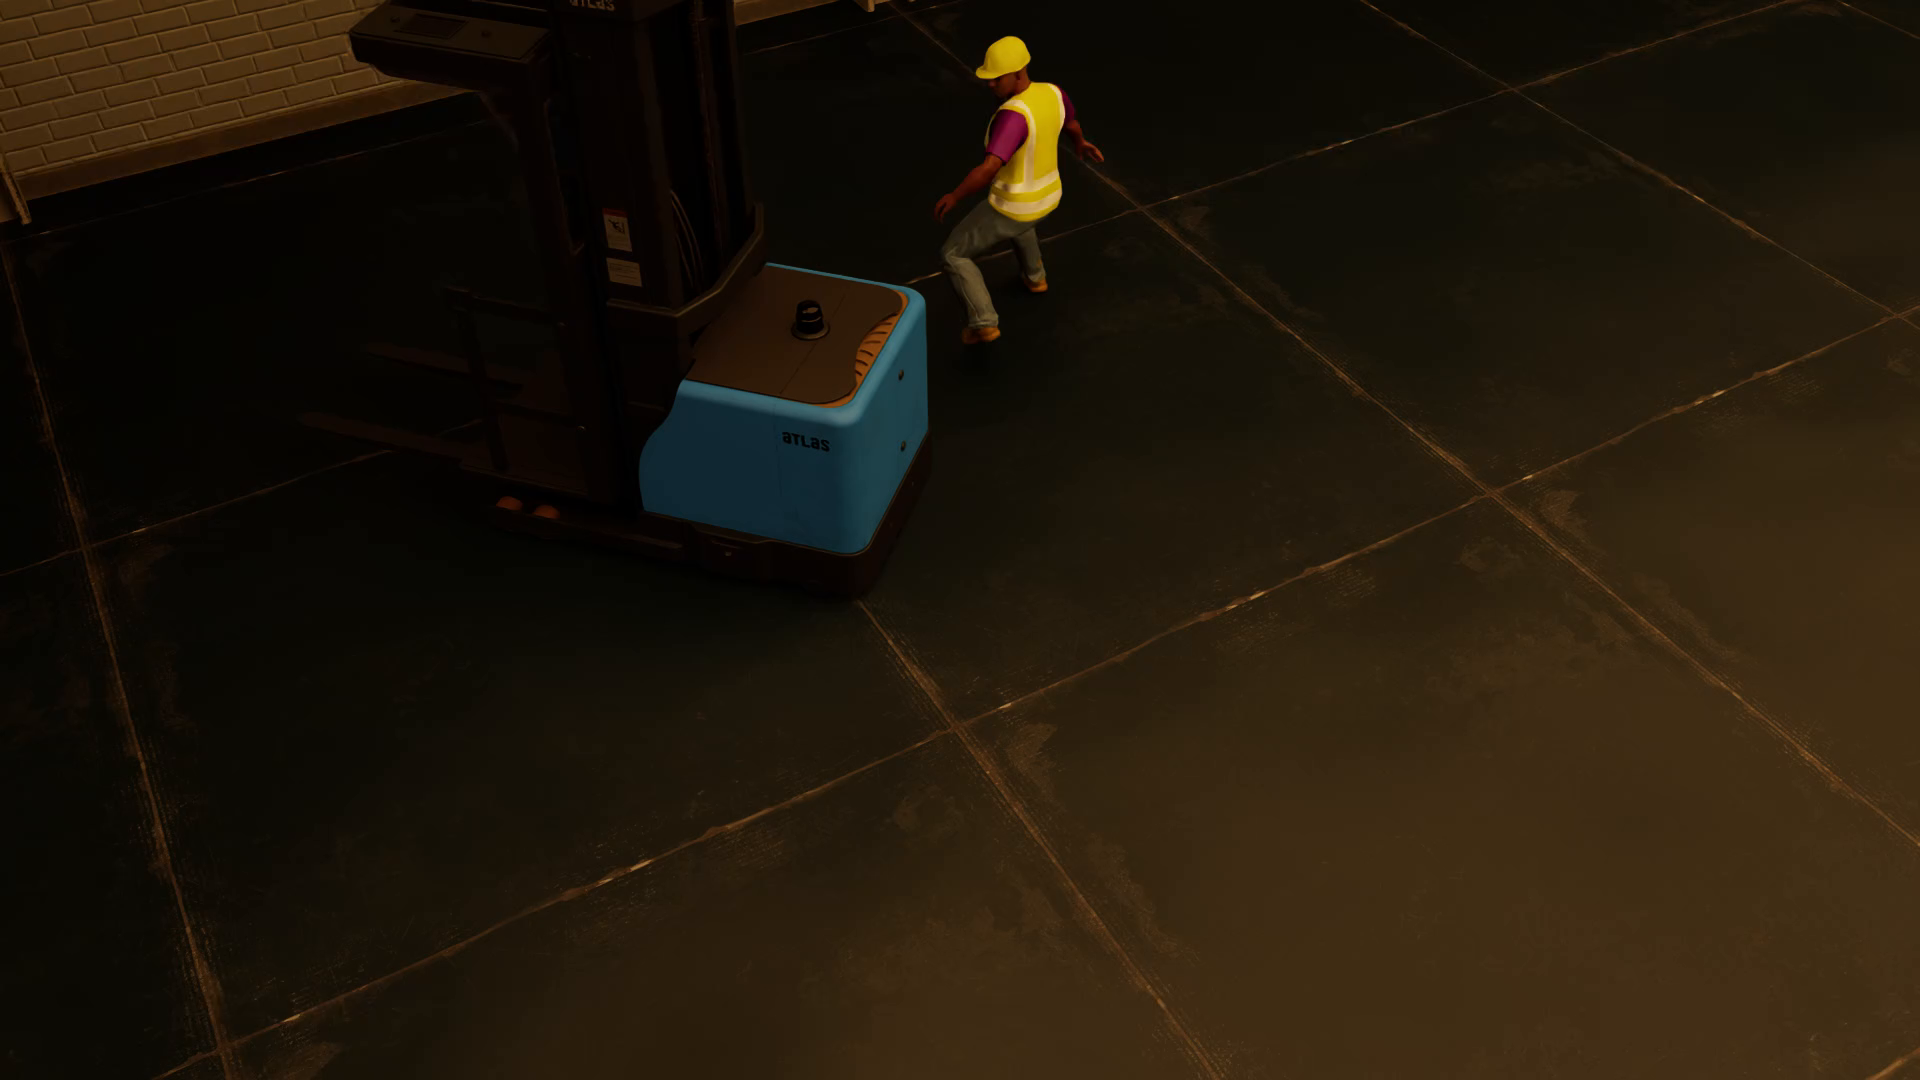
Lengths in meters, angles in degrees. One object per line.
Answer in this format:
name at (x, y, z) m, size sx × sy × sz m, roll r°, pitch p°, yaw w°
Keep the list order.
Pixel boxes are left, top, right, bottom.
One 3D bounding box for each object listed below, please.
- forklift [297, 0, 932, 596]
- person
forklift at (-1.714, -1.405, 7.213) m, size 3.031 × 2.935 × 1.130 m, roll 12°, pitch 44°, yaw 13°
person at (0.311, -1.851, 8.710) m, size 0.517 × 1.653 × 1.214 m, roll 27°, pitch 49°, yaw 26°
